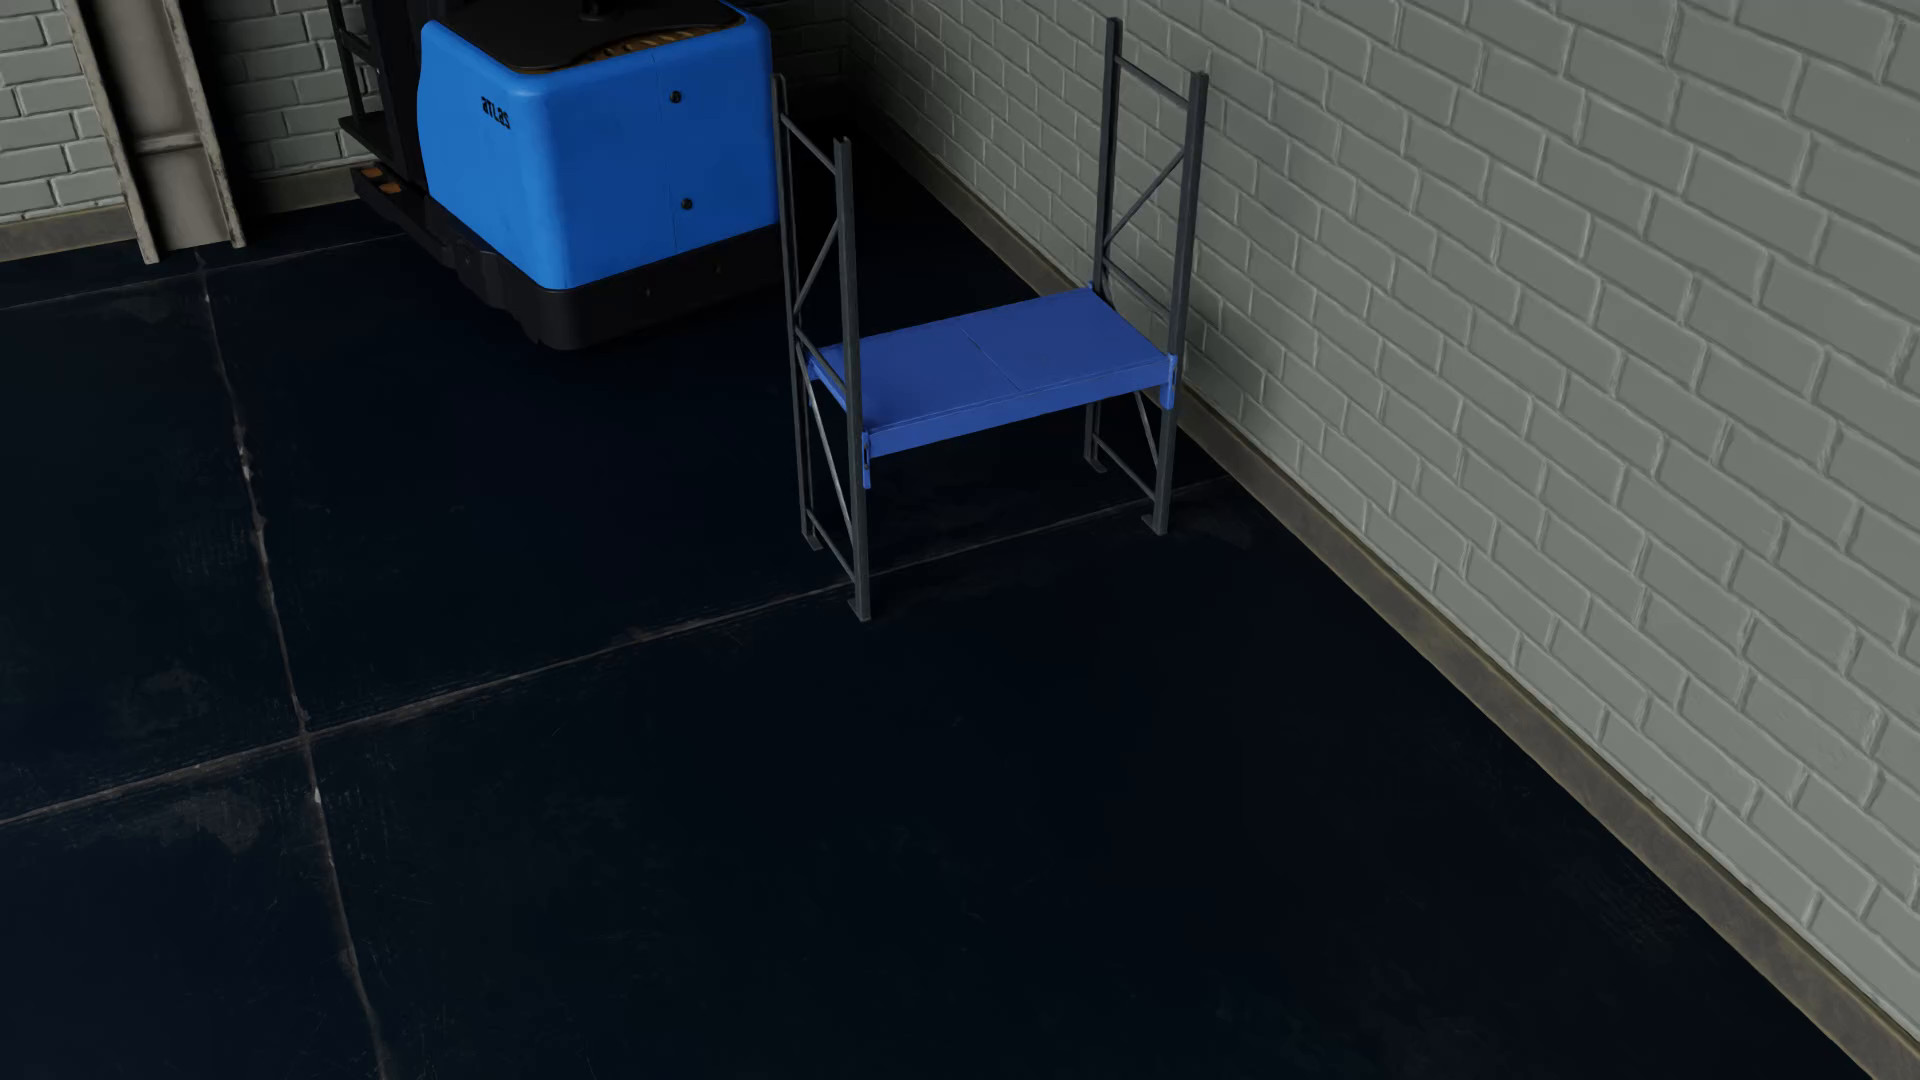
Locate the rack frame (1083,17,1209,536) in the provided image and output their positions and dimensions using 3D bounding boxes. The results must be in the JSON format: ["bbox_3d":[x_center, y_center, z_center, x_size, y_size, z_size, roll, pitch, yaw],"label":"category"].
[{"bbox_3d":[0.537,-0.753,5.006,0.032,1.500,0.500,-16,39,-20],"label":"rack frame"}]

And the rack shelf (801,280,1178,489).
[{"bbox_3d":[0.077,-0.480,4.939,1.000,0.185,0.538,-16,39,-20],"label":"rack shelf"}]

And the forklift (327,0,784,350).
[{"bbox_3d":[-1.965,-2.688,6.414,1.130,2.935,3.031,-25,43,-29],"label":"forklift"}]

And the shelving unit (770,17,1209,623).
[{"bbox_3d":[0.077,-0.624,4.832,1.048,1.500,0.538,-16,39,-20],"label":"shelving unit"}]

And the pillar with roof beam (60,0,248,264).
[{"bbox_3d":[-1.367,-2.545,1.128,0.400,9.000,9.100,-16,39,-20],"label":"pillar with roof beam"}]

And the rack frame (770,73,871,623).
[{"bbox_3d":[-0.383,-0.495,4.659,0.032,1.500,0.500,-16,39,-20],"label":"rack frame"}]
